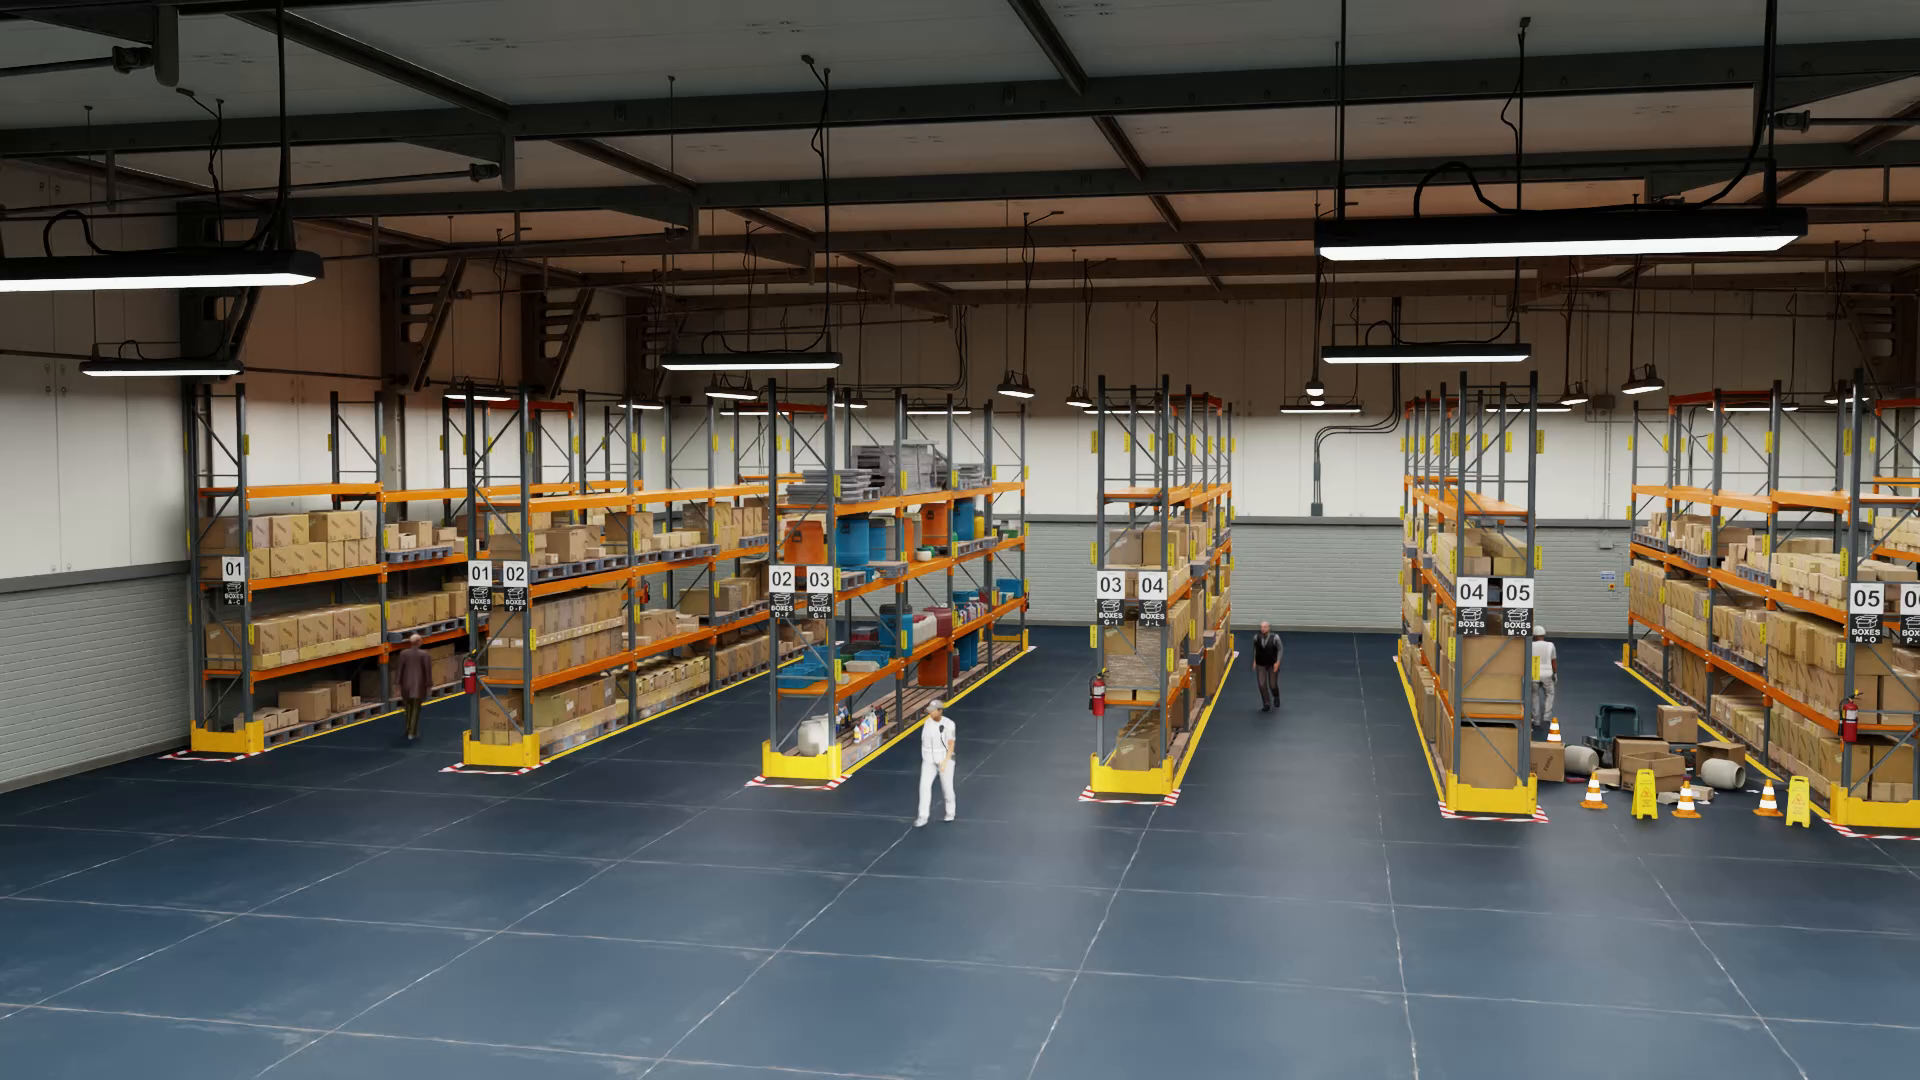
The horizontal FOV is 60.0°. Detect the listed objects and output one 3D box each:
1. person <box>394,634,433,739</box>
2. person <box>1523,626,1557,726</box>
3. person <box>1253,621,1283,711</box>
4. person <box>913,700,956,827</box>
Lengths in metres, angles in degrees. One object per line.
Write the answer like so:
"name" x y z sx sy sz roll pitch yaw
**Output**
"person" -9.297 2.513 28.283 0.632 1.814 0.594 0 3 0
"person" 10.336 2.424 29.626 0.583 1.784 0.553 1 3 12
"person" 5.835 2.363 31.410 0.600 1.702 0.617 2 4 26
"person" -0.314 2.919 21.840 0.493 1.626 0.927 1 4 22
